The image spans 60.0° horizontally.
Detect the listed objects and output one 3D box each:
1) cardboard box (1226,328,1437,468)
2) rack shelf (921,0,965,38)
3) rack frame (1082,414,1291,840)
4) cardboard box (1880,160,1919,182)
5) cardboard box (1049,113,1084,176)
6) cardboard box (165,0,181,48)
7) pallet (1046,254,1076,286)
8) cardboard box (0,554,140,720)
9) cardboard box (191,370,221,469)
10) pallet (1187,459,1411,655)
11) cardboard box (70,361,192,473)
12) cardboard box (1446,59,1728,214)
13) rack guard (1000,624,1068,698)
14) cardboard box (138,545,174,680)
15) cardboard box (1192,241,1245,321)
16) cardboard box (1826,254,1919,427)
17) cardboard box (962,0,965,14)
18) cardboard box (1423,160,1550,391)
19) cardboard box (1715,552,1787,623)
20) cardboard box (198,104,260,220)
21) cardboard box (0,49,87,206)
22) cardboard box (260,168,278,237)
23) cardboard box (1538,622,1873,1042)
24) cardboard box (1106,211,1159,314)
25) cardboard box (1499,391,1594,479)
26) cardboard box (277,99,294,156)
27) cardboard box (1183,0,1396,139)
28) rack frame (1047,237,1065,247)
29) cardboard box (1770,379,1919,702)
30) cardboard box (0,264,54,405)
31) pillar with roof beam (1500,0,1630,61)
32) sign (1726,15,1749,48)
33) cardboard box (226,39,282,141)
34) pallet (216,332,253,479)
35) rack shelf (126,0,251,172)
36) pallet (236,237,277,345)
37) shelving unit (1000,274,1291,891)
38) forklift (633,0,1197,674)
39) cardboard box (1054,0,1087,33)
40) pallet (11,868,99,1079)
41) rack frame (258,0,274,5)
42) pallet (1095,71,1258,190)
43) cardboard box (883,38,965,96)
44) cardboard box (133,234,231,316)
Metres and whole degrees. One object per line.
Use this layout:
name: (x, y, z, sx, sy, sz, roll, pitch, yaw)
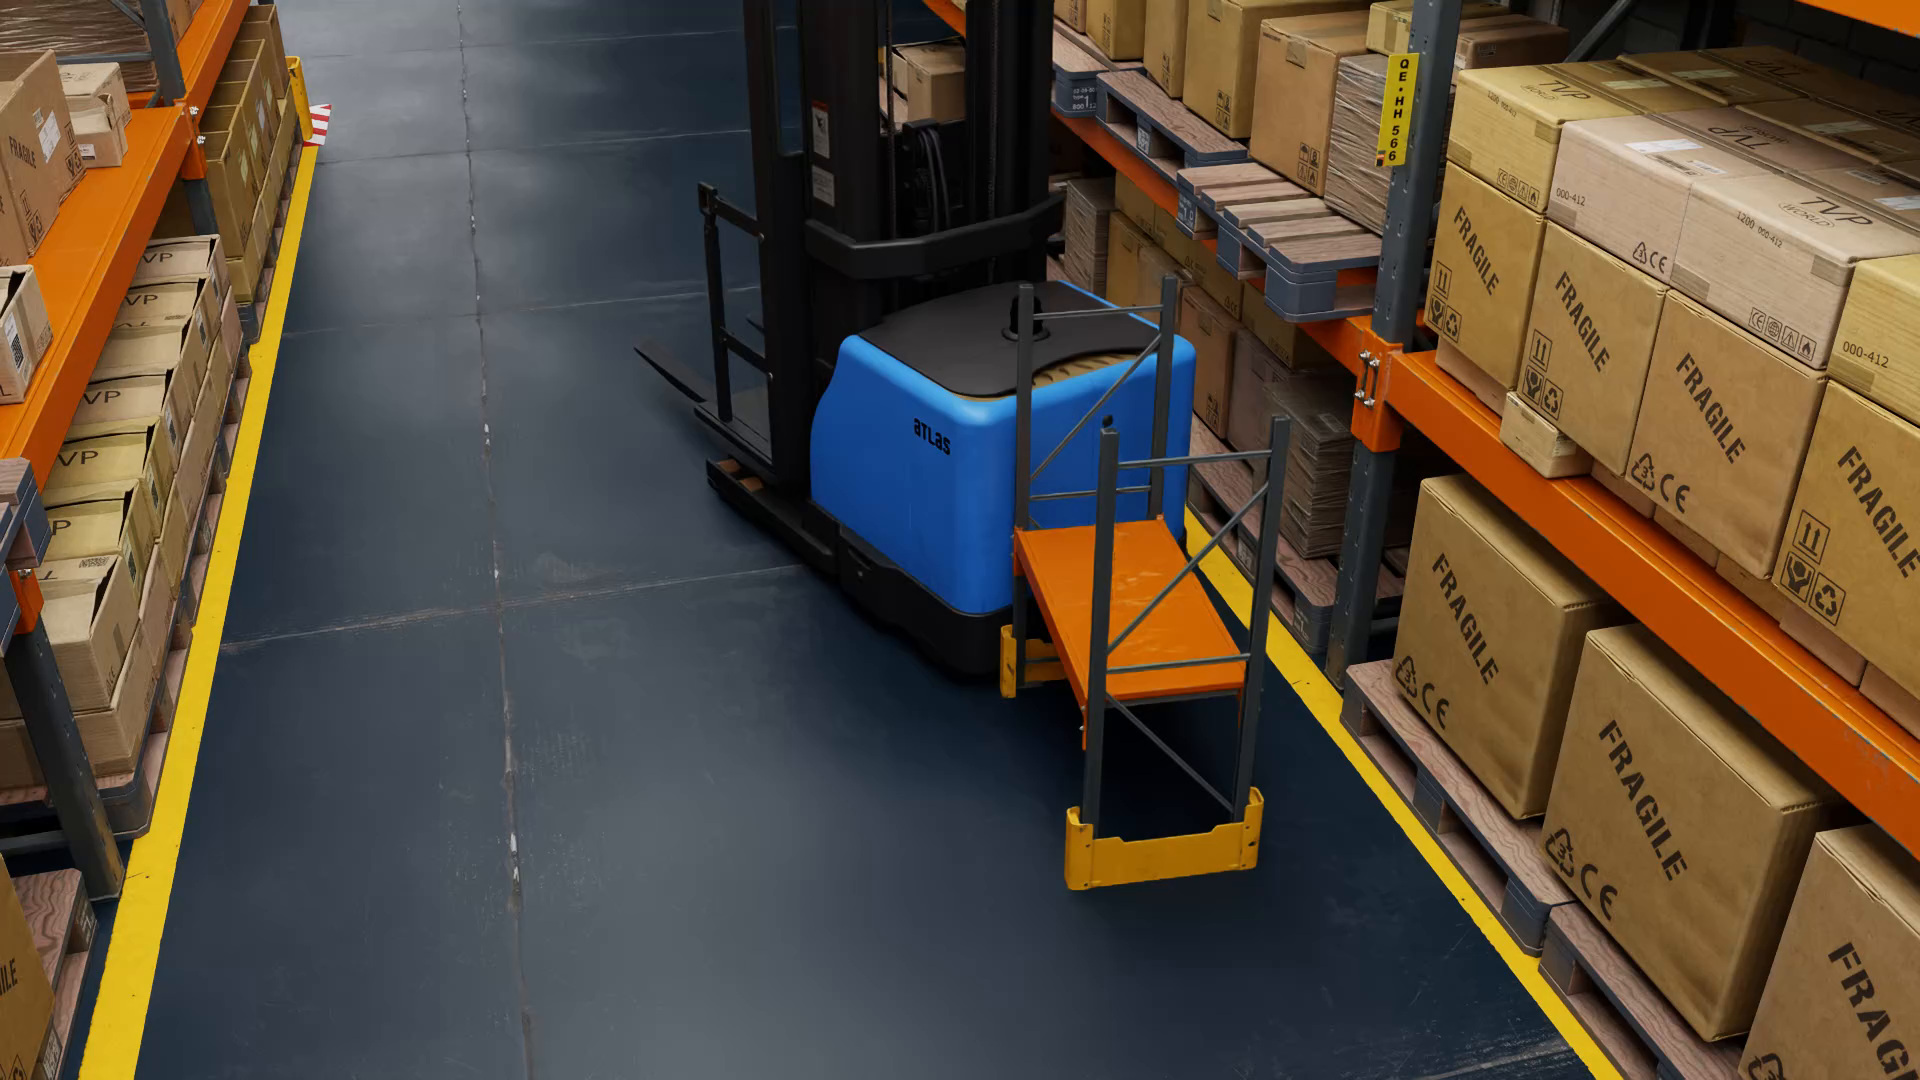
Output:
cardboard box: (1.529, -0.572, 6.799, 0.700, 0.500, 0.500, -8, 31, -13)
rack shelf: (0.202, -3.445, 10.425, 1.077, 0.370, 4.000, -8, 31, -13)
rack frame: (0.607, 0.350, 4.647, 0.500, 1.500, 0.032, -5, 30, -9)
cardboard box: (2.432, -0.680, 3.765, 0.500, 0.250, 0.500, -9, 31, -15)
cardboard box: (0.419, -2.395, 9.949, 0.500, 0.500, 0.500, -10, 32, -17)
cardboard box: (-4.312, -2.640, 8.217, 0.700, 0.500, 0.500, -8, 31, -14)
pallet: (0.941, -1.207, 8.625, 1.003, 0.211, 1.213, -8, 31, -13)
cardboard box: (-2.836, 0.276, 5.045, 0.500, 0.311, 0.500, -7, 31, -12)
cardboard box: (-3.384, -0.468, 6.890, 0.500, 0.250, 0.500, -7, 31, -12)
pallet: (1.589, -0.029, 6.589, 1.003, 0.211, 1.213, -8, 31, -13)
cardboard box: (-3.254, -0.471, 6.336, 0.500, 0.311, 0.500, -8, 31, -14)
cardboard box: (1.674, -1.096, 4.484, 0.500, 0.250, 0.500, -7, 31, -12)
rack guard: (0.432, 0.400, 5.810, 0.587, 0.250, 0.087, -5, 30, -9)
cardboard box: (-2.970, 0.276, 5.604, 0.500, 0.250, 0.500, -9, 31, -15)
cardboard box: (1.321, -1.163, 7.073, 0.500, 0.250, 0.500, -8, 31, -14)
cardboard box: (2.088, -0.364, 3.219, 0.500, 0.250, 0.500, -8, 31, -14)
cardboard box: (0.315, -2.922, 8.934, 0.500, 0.250, 0.500, -8, 31, -13)
cardboard box: (1.677, -0.770, 4.669, 0.500, 0.500, 0.500, -7, 31, -12)
cardboard box: (2.027, 0.050, 3.901, 0.380, 0.149, 0.250, -7, 31, -13)
cardboard box: (-4.004, -1.952, 8.705, 0.500, 0.500, 0.500, -8, 31, -13)
cardboard box: (-3.714, -1.545, 6.326, 0.500, 0.500, 0.500, -6, 31, -10)
cardboard box: (-4.128, -1.870, 9.312, 0.500, 0.250, 0.500, -8, 31, -13)
cardboard box: (2.090, 0.687, 4.295, 0.750, 0.750, 0.750, -8, 31, -14)
cardboard box: (1.130, -1.302, 8.062, 0.700, 0.500, 0.500, -8, 31, -14)
cardboard box: (1.706, -0.306, 4.515, 0.380, 0.149, 0.250, -7, 31, -12)
cardboard box: (-4.532, -2.594, 10.562, 0.500, 0.250, 0.500, -8, 31, -13)
cardboard box: (1.308, -1.916, 6.527, 0.700, 0.500, 0.500, -8, 31, -13)
rack frame: (0.733, -2.790, 8.576, 1.000, 3.000, 0.127, -8, 31, -13)
cardboard box: (2.083, -0.026, 3.383, 0.500, 0.500, 0.500, -7, 31, -12)
cardboard box: (-3.031, -0.617, 4.910, 0.500, 0.311, 0.500, -8, 31, -14)
pillar with roof beam: (-1.867, -3.625, 4.030, 9.100, 9.000, 0.400, -8, 31, -13)
sign: (2.329, -1.435, 5.078, 0.100, 0.325, 0.005, -8, 31, -13)
cardboard box: (-4.395, -2.677, 9.958, 0.500, 0.500, 0.500, -8, 31, -13)
pallet: (-3.809, -0.572, 7.528, 1.003, 0.211, 1.213, -8, 31, -13)
rack shelf: (-4.573, -2.784, 9.284, 1.077, 0.370, 4.000, -8, 31, -13)
pallet: (-4.213, -1.312, 8.807, 1.003, 0.211, 1.213, -8, 31, -13)
shelving unit: (0.520, 0.104, 5.073, 0.587, 1.500, 1.083, -5, 30, -9)
forklift: (-0.414, -1.489, 6.397, 1.130, 2.935, 3.031, -19, 35, -30)
cardboard box: (0.835, -2.773, 8.008, 0.700, 0.500, 0.500, -8, 31, -13)
pallet: (-2.819, 1.375, 4.164, 1.003, 0.211, 1.213, -8, 31, -13)
rack frame: (-5.104, -4.061, 10.773, 1.000, 3.000, 0.127, -8, 31, -13)
pallet: (1.230, -1.726, 6.929, 1.003, 0.211, 1.213, -8, 31, -13)
cardboard box: (-0.232, -3.402, 11.879, 0.500, 0.311, 0.500, -11, 32, -19)
cardboard box: (-3.658, -1.206, 7.606, 0.500, 0.311, 0.500, -8, 31, -13)
